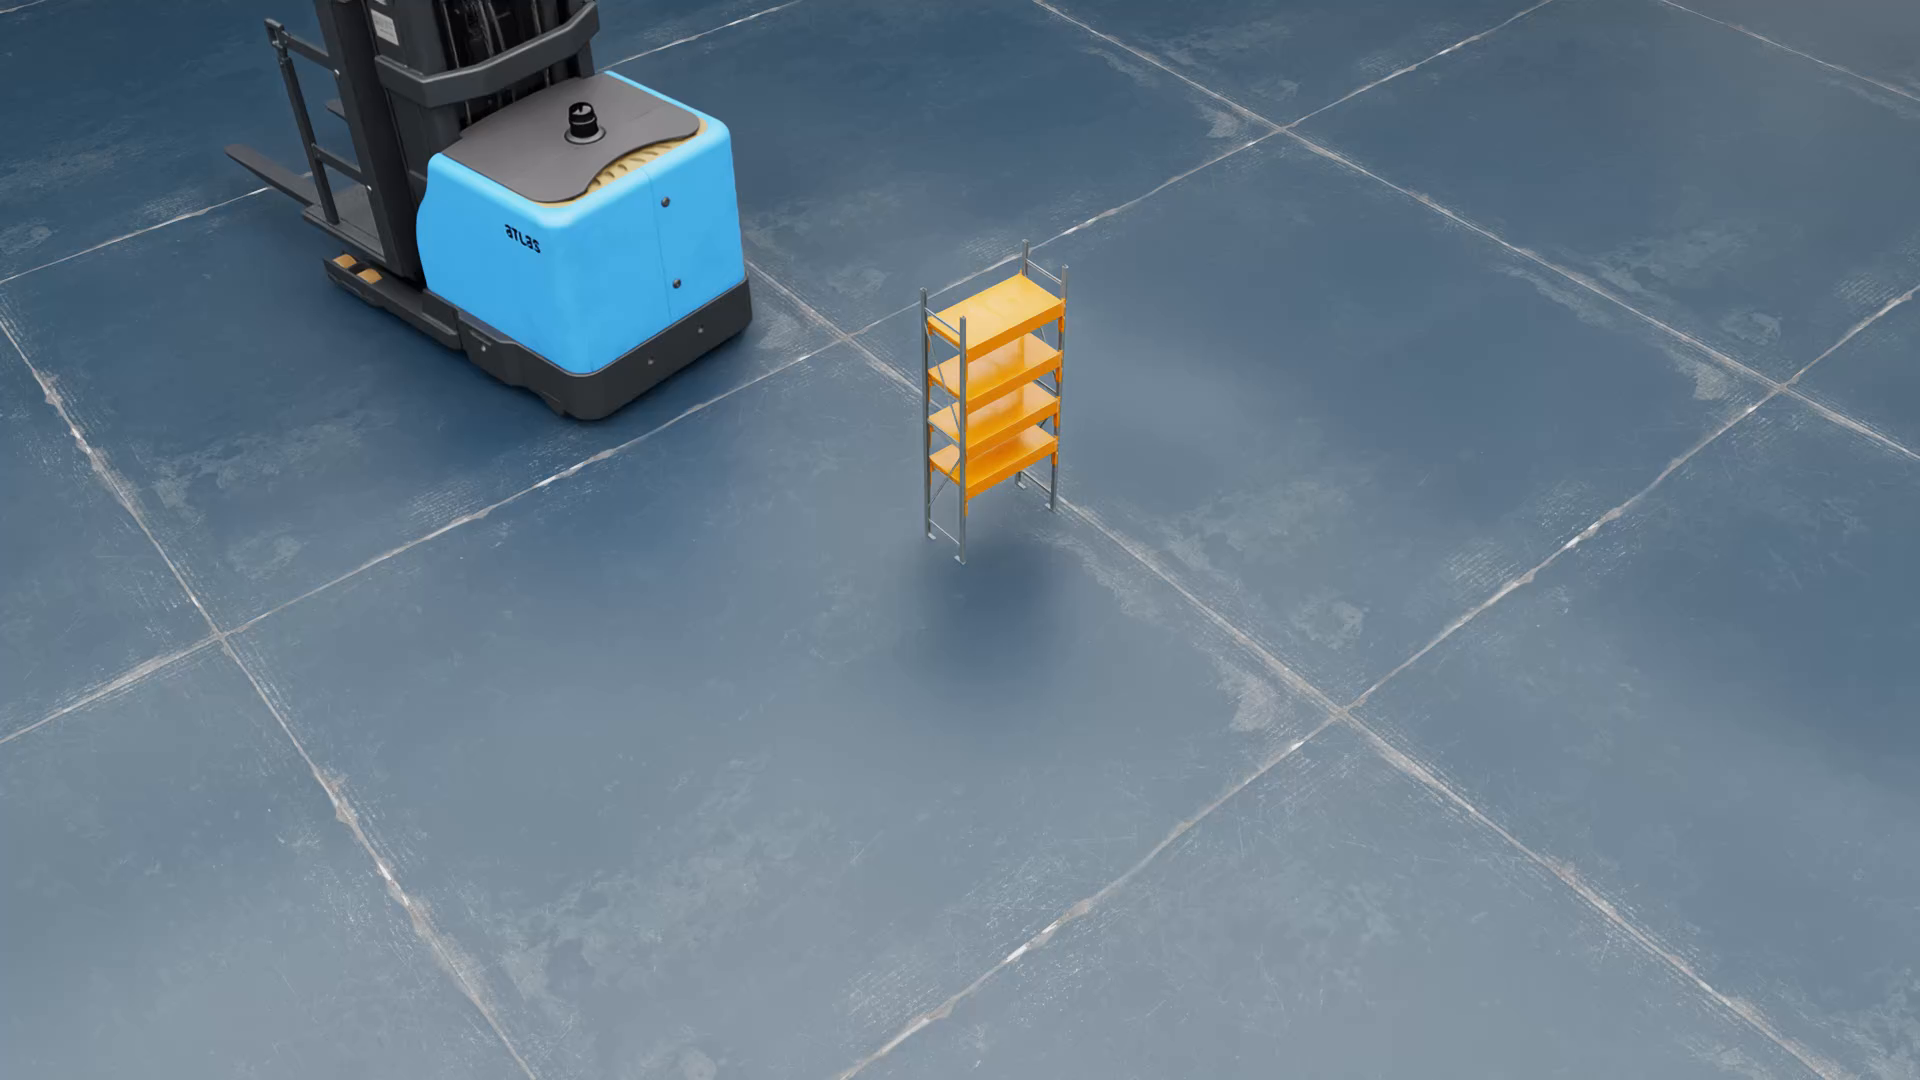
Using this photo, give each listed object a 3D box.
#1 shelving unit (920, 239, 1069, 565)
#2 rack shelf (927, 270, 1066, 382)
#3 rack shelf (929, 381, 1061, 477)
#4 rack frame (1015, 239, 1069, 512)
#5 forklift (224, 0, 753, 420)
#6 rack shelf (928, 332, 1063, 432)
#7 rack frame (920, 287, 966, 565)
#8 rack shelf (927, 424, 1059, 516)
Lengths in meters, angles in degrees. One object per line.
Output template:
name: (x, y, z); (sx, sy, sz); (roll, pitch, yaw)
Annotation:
shelving unit: (0.127, -0.510, 6.417); (0.503, 1.200, 0.258); (-30, 51, -28)
rack shelf: (0.127, -0.796, 6.148); (0.480, 0.148, 0.258); (-30, 51, -28)
rack shelf: (0.127, -0.461, 6.463); (0.480, 0.148, 0.258); (-30, 51, -28)
rack frame: (0.314, -0.617, 6.531); (0.015, 1.200, 0.240); (-30, 51, -28)
forklift: (-2.423, -2.443, 7.211); (3.031, 2.935, 1.130); (30, 51, 28)
rack shelf: (0.127, -0.624, 6.310); (0.480, 0.148, 0.258); (-30, 51, -28)
rack frame: (-0.060, -0.403, 6.303); (0.015, 1.200, 0.240); (-30, 51, -28)
rack shelf: (0.127, -0.316, 6.599); (0.480, 0.148, 0.258); (-30, 51, -28)
